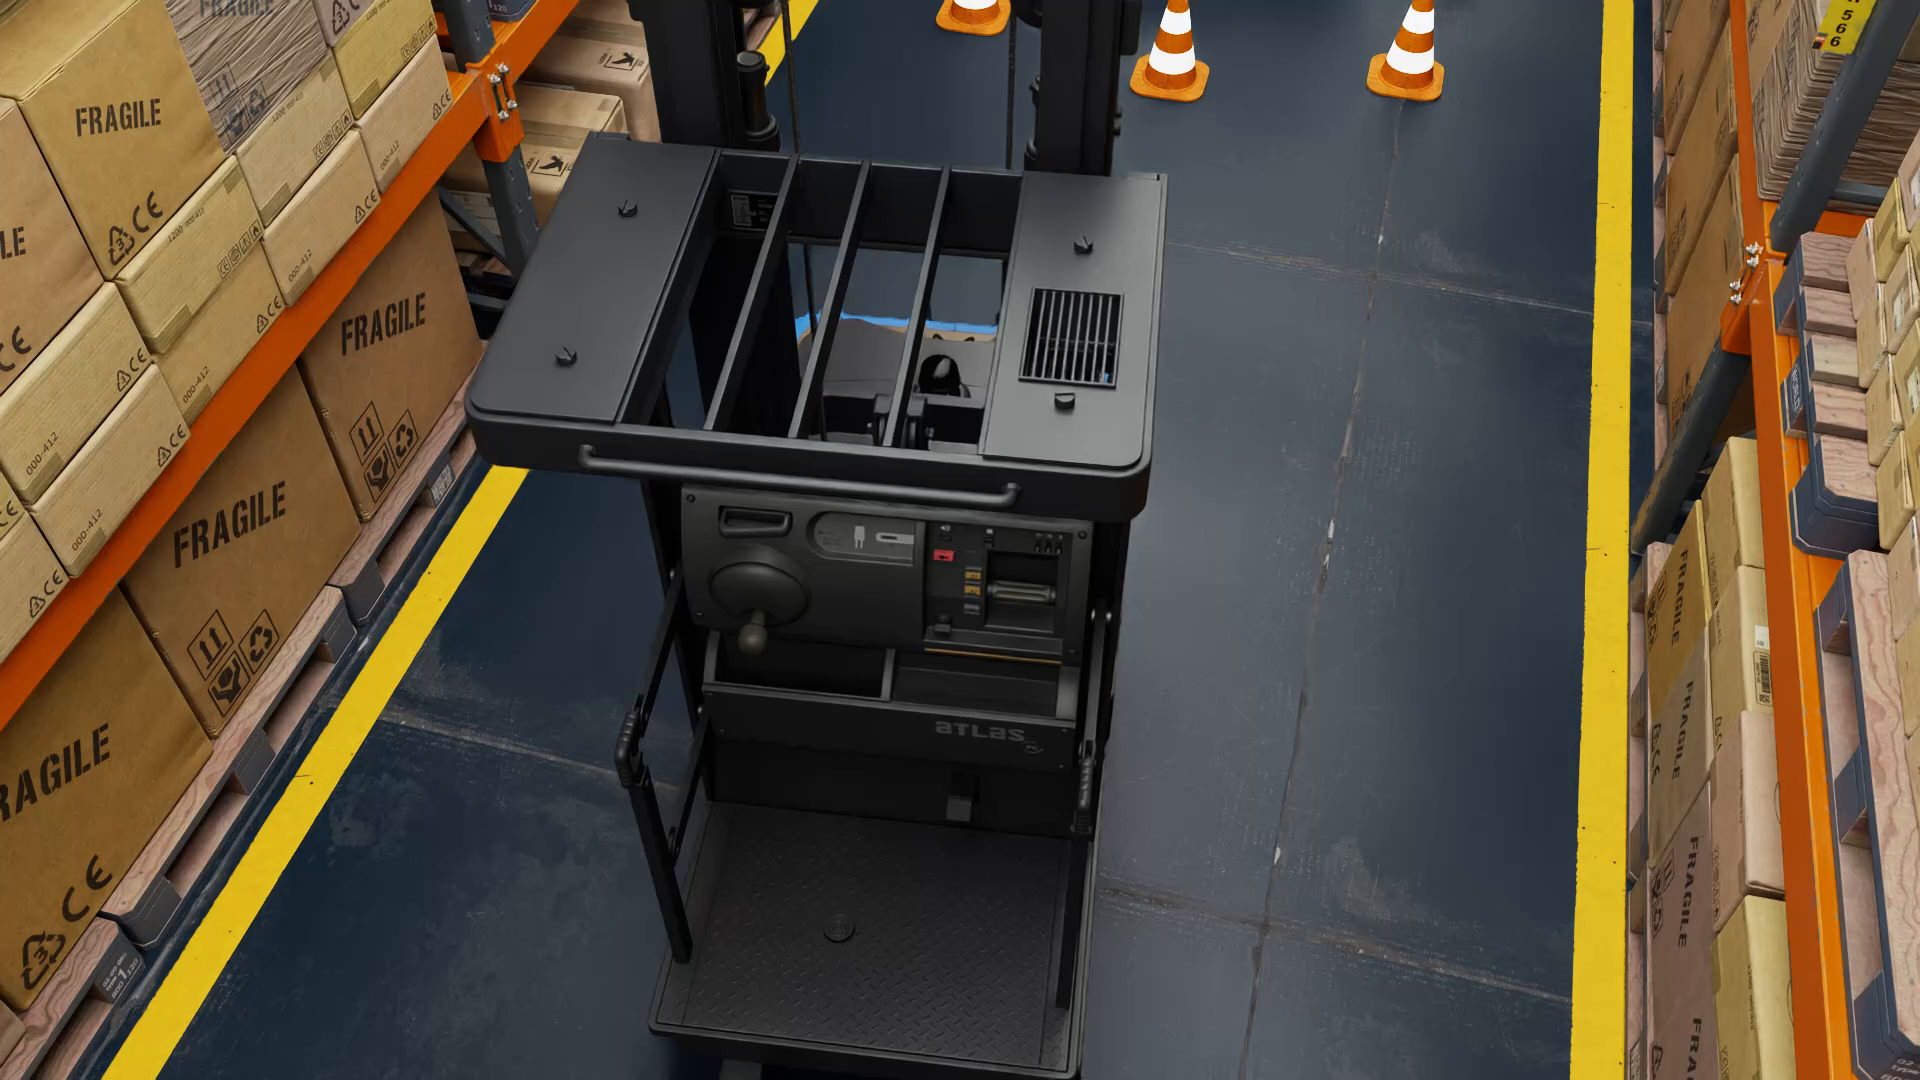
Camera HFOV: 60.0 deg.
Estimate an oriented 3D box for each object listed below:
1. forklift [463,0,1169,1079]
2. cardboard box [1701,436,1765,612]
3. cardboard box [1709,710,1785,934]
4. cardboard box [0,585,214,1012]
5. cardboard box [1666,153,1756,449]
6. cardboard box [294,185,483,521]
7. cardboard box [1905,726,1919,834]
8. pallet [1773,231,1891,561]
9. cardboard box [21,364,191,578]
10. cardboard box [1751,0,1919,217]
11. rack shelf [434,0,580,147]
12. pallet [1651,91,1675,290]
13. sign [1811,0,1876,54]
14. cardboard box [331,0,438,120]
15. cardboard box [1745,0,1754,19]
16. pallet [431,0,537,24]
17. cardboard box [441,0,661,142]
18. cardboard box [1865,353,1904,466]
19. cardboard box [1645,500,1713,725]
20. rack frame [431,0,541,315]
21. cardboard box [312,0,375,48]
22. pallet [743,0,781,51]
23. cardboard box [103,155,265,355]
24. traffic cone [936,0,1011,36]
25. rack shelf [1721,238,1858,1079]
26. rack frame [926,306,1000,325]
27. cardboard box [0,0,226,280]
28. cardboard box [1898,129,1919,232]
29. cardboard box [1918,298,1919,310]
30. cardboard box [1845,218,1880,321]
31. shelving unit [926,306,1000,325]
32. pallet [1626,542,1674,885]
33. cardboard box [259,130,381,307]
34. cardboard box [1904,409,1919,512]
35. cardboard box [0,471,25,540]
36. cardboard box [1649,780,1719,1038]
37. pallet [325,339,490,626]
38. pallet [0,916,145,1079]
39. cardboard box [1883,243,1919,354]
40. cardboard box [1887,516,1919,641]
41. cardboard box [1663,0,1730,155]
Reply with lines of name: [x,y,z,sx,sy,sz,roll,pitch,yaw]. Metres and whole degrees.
forklift: [-0.195,0.193,3.625,1.130,2.935,3.031,5,49,5]
cardboard box: [2.381,0.006,4.631,0.500,0.250,0.500,10,49,8]
cardboard box: [2.105,0.728,3.994,0.500,0.250,0.500,12,50,10]
cardboard box: [-2.743,0.549,4.402,0.875,0.875,0.875,13,50,11]
cardboard box: [3.043,-0.702,5.590,1.050,0.750,0.750,11,49,10]
cardboard box: [-2.268,-0.742,5.541,0.875,0.875,0.875,11,50,10]
cardboard box: [2.067,0.490,3.204,0.380,0.149,0.250,10,49,9]
pallet: [2.711,-0.285,4.129,1.213,0.211,1.003,12,50,10]
cardboard box: [-2.263,-0.214,4.038,0.500,0.250,0.500,11,49,9]
cardboard box: [2.655,-1.297,4.827,0.500,0.500,0.500,12,50,10]
rack shelf: [-1.480,-2.998,6.875,1.077,0.370,4.000,12,50,10]
pallet: [3.399,-1.398,6.843,1.003,0.211,1.213,12,50,10]
sign: [2.260,-1.375,4.191,0.100,0.325,0.005,12,50,10]
cardboard box: [-1.889,-1.504,4.844,0.500,0.250,0.500,11,50,10]
cardboard box: [2.920,-2.019,5.465,0.500,0.500,0.500,11,49,9]
pallet: [-1.921,-2.262,5.874,1.213,0.211,1.003,12,50,10]
cardboard box: [-1.661,-2.000,6.987,0.950,0.372,0.625,11,49,9]
cardboard box: [2.342,-0.268,3.873,0.380,0.149,0.250,14,50,12]
cardboard box: [2.364,0.264,4.903,0.500,0.500,0.500,10,49,8]
rack frame: [-2.006,-1.789,5.328,1.000,3.000,0.127,12,50,10]
cardboard box: [-1.890,-1.727,4.540,0.500,0.500,0.500,10,49,9]
pallet: [-1.476,-2.311,7.649,1.003,0.211,1.213,12,50,10]
cardboard box: [-2.135,-0.758,4.185,0.500,0.250,0.500,10,49,9]
traffic cone: [0.071,-2.670,7.797,0.336,0.463,0.334,12,50,10]
rack shelf: [2.269,0.799,3.524,1.077,0.370,4.000,12,50,10]
rack frame: [0.013,-0.421,5.521,0.240,0.900,0.006,5,49,5]
cardboard box: [-2.154,-0.997,3.895,0.500,0.500,0.500,12,50,10]
cardboard box: [2.486,-0.839,3.980,0.380,0.149,0.250,12,50,10]
cardboard box: [2.350,-0.470,3.655,0.380,0.149,0.250,11,50,10]
cardboard box: [2.483,-0.657,4.217,0.380,0.149,0.250,11,49,10]
shelving unit: [0.000,-0.345,5.454,0.258,0.900,0.210,5,49,5]
pallet: [2.589,0.602,5.077,1.003,0.211,1.213,12,50,10]
cardboard box: [-2.008,-0.950,4.687,0.500,0.250,0.500,12,50,11]
cardboard box: [2.272,-0.157,3.577,0.380,0.149,0.250,12,50,10]
cardboard box: [-2.403,-0.016,3.530,0.500,0.250,0.500,12,50,11]
cardboard box: [2.104,1.001,4.253,0.500,0.500,0.500,10,49,9]
pallet: [-2.286,-0.311,5.884,1.003,0.211,1.213,12,50,10]
pallet: [-2.929,1.454,4.326,1.003,0.211,1.213,12,50,10]
cardboard box: [2.406,-0.533,3.909,0.380,0.149,0.250,14,50,12]
cardboard box: [2.205,0.121,3.530,0.380,0.149,0.250,13,50,11]
cardboard box: [3.515,-2.009,6.743,1.050,0.750,0.750,12,50,10]
